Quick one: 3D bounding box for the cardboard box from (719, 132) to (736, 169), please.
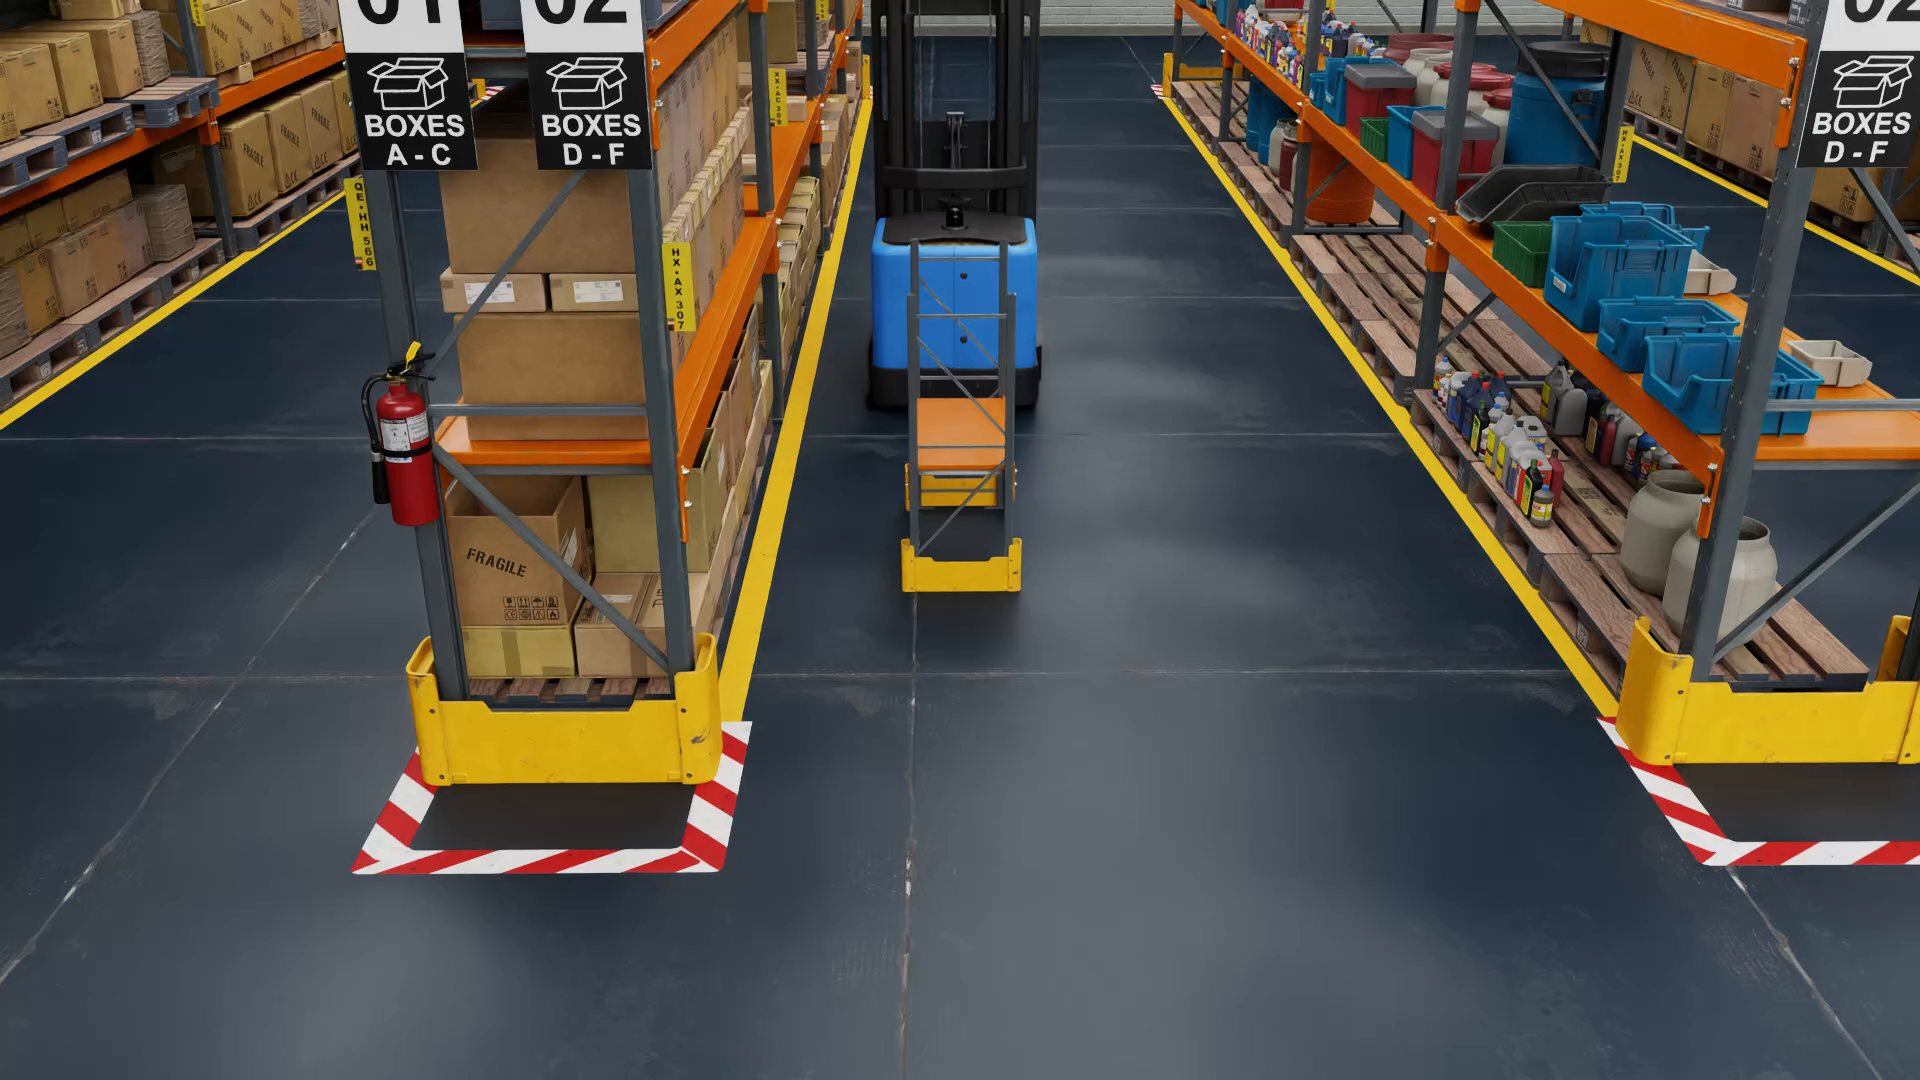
[{"bbox_3d":[-1.380,-2.036,8.704,0.380,0.149,0.250,0,24,-1],"label":"cardboard box"}]

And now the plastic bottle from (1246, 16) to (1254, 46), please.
[{"bbox_3d":[2.860,-4.992,16.303,0.097,0.271,0.097,0,24,0],"label":"plastic bottle"}]

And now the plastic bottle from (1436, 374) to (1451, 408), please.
[{"bbox_3d":[2.912,-0.895,9.951,0.097,0.201,0.097,0,24,0],"label":"plastic bottle"}]

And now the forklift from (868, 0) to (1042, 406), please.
[{"bbox_3d":[-0.028,-2.739,11.249,1.130,2.935,3.031,0,24,0],"label":"forklift"}]

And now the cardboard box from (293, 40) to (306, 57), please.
[{"bbox_3d":[-6.391,-4.630,15.627,0.380,0.149,0.250,-1,24,-2],"label":"cardboard box"}]

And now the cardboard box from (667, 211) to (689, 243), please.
[{"bbox_3d":[-1.360,-1.295,7.065,0.380,0.149,0.250,-1,24,-1],"label":"cardboard box"}]

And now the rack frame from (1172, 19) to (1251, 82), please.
[{"bbox_3d":[3.215,-7.090,20.786,1.000,3.000,0.127,0,24,-1],"label":"rack frame"}]

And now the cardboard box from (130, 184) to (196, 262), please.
[{"bbox_3d":[-6.544,-2.514,13.167,0.700,0.500,0.500,0,24,0],"label":"cardboard box"}]

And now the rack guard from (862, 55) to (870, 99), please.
[{"bbox_3d":[-1.737,-5.899,21.186,1.175,0.500,0.348,0,24,-1],"label":"rack guard"}]

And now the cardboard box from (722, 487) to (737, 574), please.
[{"bbox_3d":[-1.361,-0.048,8.044,0.500,0.250,0.500,0,24,-1],"label":"cardboard box"}]

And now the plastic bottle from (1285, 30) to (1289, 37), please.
[{"bbox_3d":[3.015,-4.586,15.405,0.097,0.271,0.097,0,24,0],"label":"plastic bottle"}]

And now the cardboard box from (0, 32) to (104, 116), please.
[{"bbox_3d":[-6.553,-3.288,11.724,0.700,0.500,0.500,0,24,-1],"label":"cardboard box"}]

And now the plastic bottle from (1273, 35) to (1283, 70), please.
[{"bbox_3d":[2.859,-4.376,14.927,0.061,0.283,0.133,0,24,-1],"label":"plastic bottle"}]

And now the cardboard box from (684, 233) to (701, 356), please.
[{"bbox_3d":[-1.566,-1.135,7.498,0.700,0.500,0.500,0,24,0],"label":"cardboard box"}]

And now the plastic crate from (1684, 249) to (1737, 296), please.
[{"bbox_3d":[3.617,-1.357,8.430,0.530,0.136,0.437,0,24,-1],"label":"plastic crate"}]

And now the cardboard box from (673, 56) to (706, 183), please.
[{"bbox_3d":[-1.580,-1.958,7.743,0.700,0.500,0.500,0,24,-1],"label":"cardboard box"}]

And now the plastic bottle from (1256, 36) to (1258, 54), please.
[{"bbox_3d":[2.867,-4.729,15.807,0.097,0.201,0.097,0,24,0],"label":"plastic bottle"}]

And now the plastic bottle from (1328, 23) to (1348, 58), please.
[{"bbox_3d":[3.457,-4.532,15.189,0.144,0.351,0.185,0,24,-1],"label":"plastic bottle"}]

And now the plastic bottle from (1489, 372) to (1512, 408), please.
[{"bbox_3d":[3.084,-0.805,9.570,0.144,0.351,0.185,0,24,-1],"label":"plastic bottle"}]

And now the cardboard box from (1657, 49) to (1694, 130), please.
[{"bbox_3d":[8.284,-4.959,18.144,0.875,0.875,0.875,0,24,-1],"label":"cardboard box"}]

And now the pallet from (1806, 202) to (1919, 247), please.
[{"bbox_3d":[8.322,-2.870,14.840,1.003,0.211,1.213,0,24,-1],"label":"pallet"}]

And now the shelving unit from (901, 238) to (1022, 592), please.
[{"bbox_3d":[0.001,-0.652,8.371,0.587,1.500,1.083,0,24,-1],"label":"shelving unit"}]

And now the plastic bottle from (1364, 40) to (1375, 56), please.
[{"bbox_3d":[3.638,-4.303,14.780,0.097,0.271,0.097,0,24,0],"label":"plastic bottle"}]

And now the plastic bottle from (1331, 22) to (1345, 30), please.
[{"bbox_3d":[3.597,-4.810,15.896,0.152,0.276,0.135,0,24,-1],"label":"plastic bottle"}]

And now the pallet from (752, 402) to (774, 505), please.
[{"bbox_3d":[-1.641,-0.526,9.656,1.003,0.211,1.213,0,24,-1],"label":"pallet"}]

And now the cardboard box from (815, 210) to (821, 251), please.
[{"bbox_3d":[-1.401,-2.495,13.454,0.500,0.250,0.500,0,24,1],"label":"cardboard box"}]

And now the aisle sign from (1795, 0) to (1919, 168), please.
[{"bbox_3d":[3.093,-1.650,5.604,0.394,0.787,0.004,0,24,-1],"label":"aisle sign"}]

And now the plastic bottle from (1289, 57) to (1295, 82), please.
[{"bbox_3d":[2.885,-4.050,14.306,0.097,0.201,0.097,0,24,0],"label":"plastic bottle"}]

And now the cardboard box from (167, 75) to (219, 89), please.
[{"bbox_3d":[-6.376,-3.780,13.748,0.380,0.149,0.250,-1,24,-1],"label":"cardboard box"}]

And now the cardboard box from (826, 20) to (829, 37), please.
[{"bbox_3d":[-1.614,-4.930,15.379,0.700,0.500,0.500,-6,25,-14],"label":"cardboard box"}]

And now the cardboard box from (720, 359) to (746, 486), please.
[{"bbox_3d":[-1.361,-0.596,8.345,0.500,0.500,0.500,0,24,-1],"label":"cardboard box"}]

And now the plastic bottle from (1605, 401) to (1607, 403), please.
[{"bbox_3d":[3.687,-0.698,9.415,0.061,0.283,0.133,1,24,3],"label":"plastic bottle"}]

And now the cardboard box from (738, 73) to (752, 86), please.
[{"bbox_3d":[-1.611,-2.910,11.422,0.500,0.500,0.500,0,24,0],"label":"cardboard box"}]

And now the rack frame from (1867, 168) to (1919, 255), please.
[{"bbox_3d":[8.255,-3.815,13.546,1.000,3.000,0.127,0,24,-1],"label":"rack frame"}]

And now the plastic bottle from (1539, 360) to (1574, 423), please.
[{"bbox_3d":[3.497,-0.874,9.722,0.144,0.351,0.185,0,24,-1],"label":"plastic bottle"}]

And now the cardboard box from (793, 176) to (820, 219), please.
[{"bbox_3d":[-1.399,-2.752,13.341,0.500,0.311,0.500,0,24,1],"label":"cardboard box"}]

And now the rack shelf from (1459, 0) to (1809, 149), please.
[{"bbox_3d":[3.368,-2.360,7.560,1.077,0.370,4.000,0,24,-1],"label":"rack shelf"}]

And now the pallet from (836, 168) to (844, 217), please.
[{"bbox_3d":[-1.632,-3.311,15.815,1.003,0.211,1.213,0,24,-1],"label":"pallet"}]

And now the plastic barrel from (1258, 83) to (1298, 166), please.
[{"bbox_3d":[3.255,-4.161,16.346,0.600,0.901,0.708,0,24,-1],"label":"plastic barrel"}]

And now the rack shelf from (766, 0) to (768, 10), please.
[{"bbox_3d":[-1.629,-3.987,11.159,1.077,0.370,4.000,0,24,-1],"label":"rack shelf"}]

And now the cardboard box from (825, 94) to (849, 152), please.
[{"bbox_3d":[-1.403,-4.280,17.073,0.500,0.500,0.500,0,24,-1],"label":"cardboard box"}]

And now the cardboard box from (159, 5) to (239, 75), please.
[{"bbox_3d":[-6.354,-4.140,13.757,0.500,0.500,0.500,0,24,1],"label":"cardboard box"}]

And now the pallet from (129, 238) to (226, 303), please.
[{"bbox_3d":[-6.597,-2.156,13.261,1.003,0.211,1.213,0,24,-1],"label":"pallet"}]

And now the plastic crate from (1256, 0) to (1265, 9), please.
[{"bbox_3d":[3.426,-6.045,18.546,0.437,0.282,0.530,0,24,-1],"label":"plastic crate"}]

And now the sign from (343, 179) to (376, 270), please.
[{"bbox_3d":[-2.106,-1.115,5.882,0.100,0.325,0.005,0,24,-1],"label":"sign"}]

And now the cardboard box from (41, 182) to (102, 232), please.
[{"bbox_3d":[-6.590,-2.408,12.024,0.500,0.250,0.500,0,24,-1],"label":"cardboard box"}]

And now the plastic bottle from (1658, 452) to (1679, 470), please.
[{"bbox_3d":[3.677,-0.344,8.647,0.097,0.271,0.097,0,24,0],"label":"plastic bottle"}]

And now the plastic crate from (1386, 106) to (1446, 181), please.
[{"bbox_3d":[3.023,-2.591,10.858,0.392,0.384,0.575,0,24,-1],"label":"plastic crate"}]

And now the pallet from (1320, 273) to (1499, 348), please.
[{"bbox_3d":[3.282,-1.702,12.257,1.003,0.211,1.213,0,24,-1],"label":"pallet"}]

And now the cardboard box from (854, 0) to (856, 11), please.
[{"bbox_3d":[-1.447,-6.304,18.927,0.500,0.500,0.500,-1,24,-1],"label":"cardboard box"}]

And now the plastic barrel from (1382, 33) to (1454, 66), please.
[{"bbox_3d":[3.610,-3.665,13.049,0.600,0.536,0.708,0,24,-1],"label":"plastic barrel"}]

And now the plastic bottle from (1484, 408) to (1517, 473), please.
[{"bbox_3d":[2.946,-0.551,9.009,0.144,0.351,0.185,0,24,-1],"label":"plastic bottle"}]

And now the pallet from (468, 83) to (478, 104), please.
[{"bbox_3d":[-6.605,-5.445,20.534,1.003,0.211,1.213,0,24,-1],"label":"pallet"}]

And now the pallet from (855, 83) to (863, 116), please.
[{"bbox_3d":[-1.728,-5.438,20.519,1.003,0.211,1.213,0,24,-1],"label":"pallet"}]
